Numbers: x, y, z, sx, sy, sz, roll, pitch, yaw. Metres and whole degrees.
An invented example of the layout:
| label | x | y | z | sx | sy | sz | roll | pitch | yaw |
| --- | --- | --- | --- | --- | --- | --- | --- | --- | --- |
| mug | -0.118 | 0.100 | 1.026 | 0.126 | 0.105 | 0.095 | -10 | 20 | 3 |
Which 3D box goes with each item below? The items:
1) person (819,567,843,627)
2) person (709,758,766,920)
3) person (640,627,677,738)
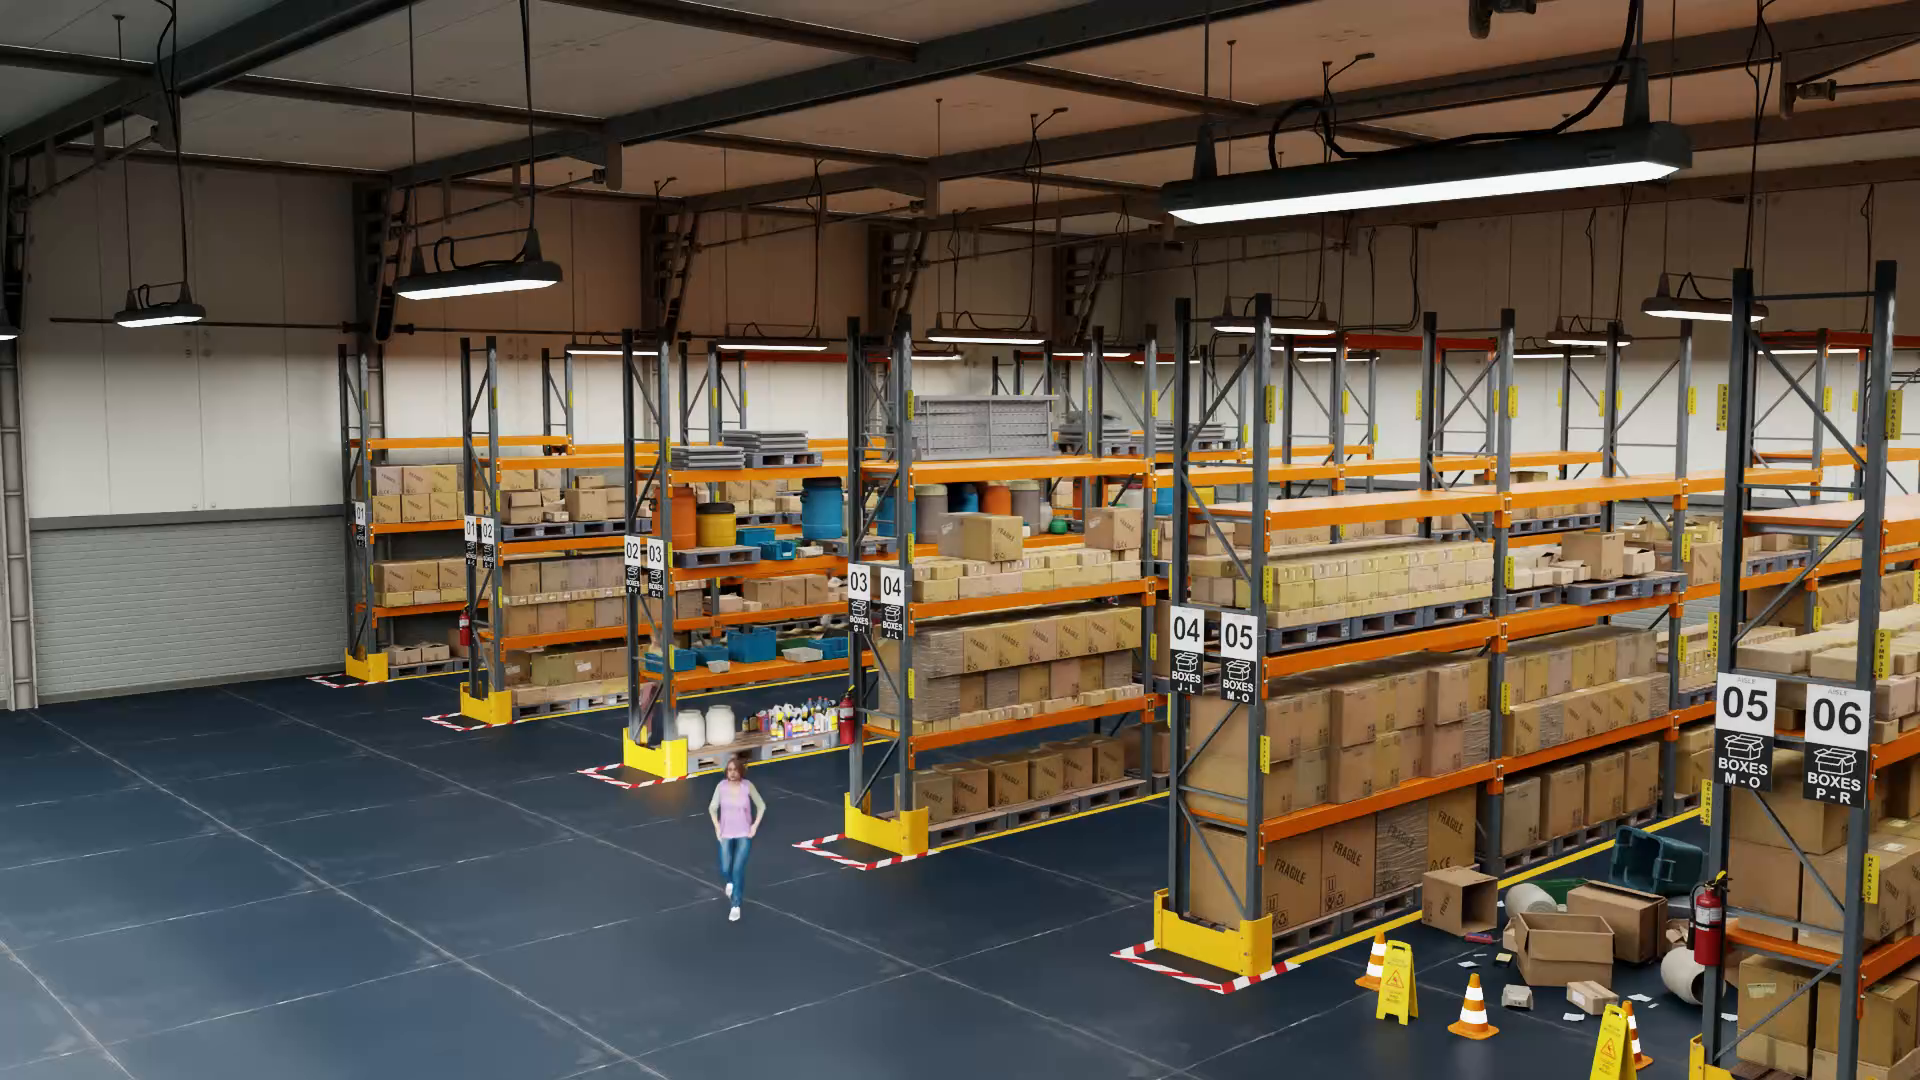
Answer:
| label | x | y | z | sx | sy | sz | roll | pitch | yaw |
| --- | --- | --- | --- | --- | --- | --- | --- | --- | --- |
| person | -2.587 | 1.331 | 32.968 | 0.669 | 1.764 | 0.908 | 5 | 7 | 44 |
| person | -2.202 | 2.920 | 16.463 | 0.562 | 1.578 | 0.578 | 0 | 5 | 1 |
| person | -4.435 | 2.125 | 24.523 | 0.564 | 1.712 | 0.778 | 3 | 6 | 29 |
